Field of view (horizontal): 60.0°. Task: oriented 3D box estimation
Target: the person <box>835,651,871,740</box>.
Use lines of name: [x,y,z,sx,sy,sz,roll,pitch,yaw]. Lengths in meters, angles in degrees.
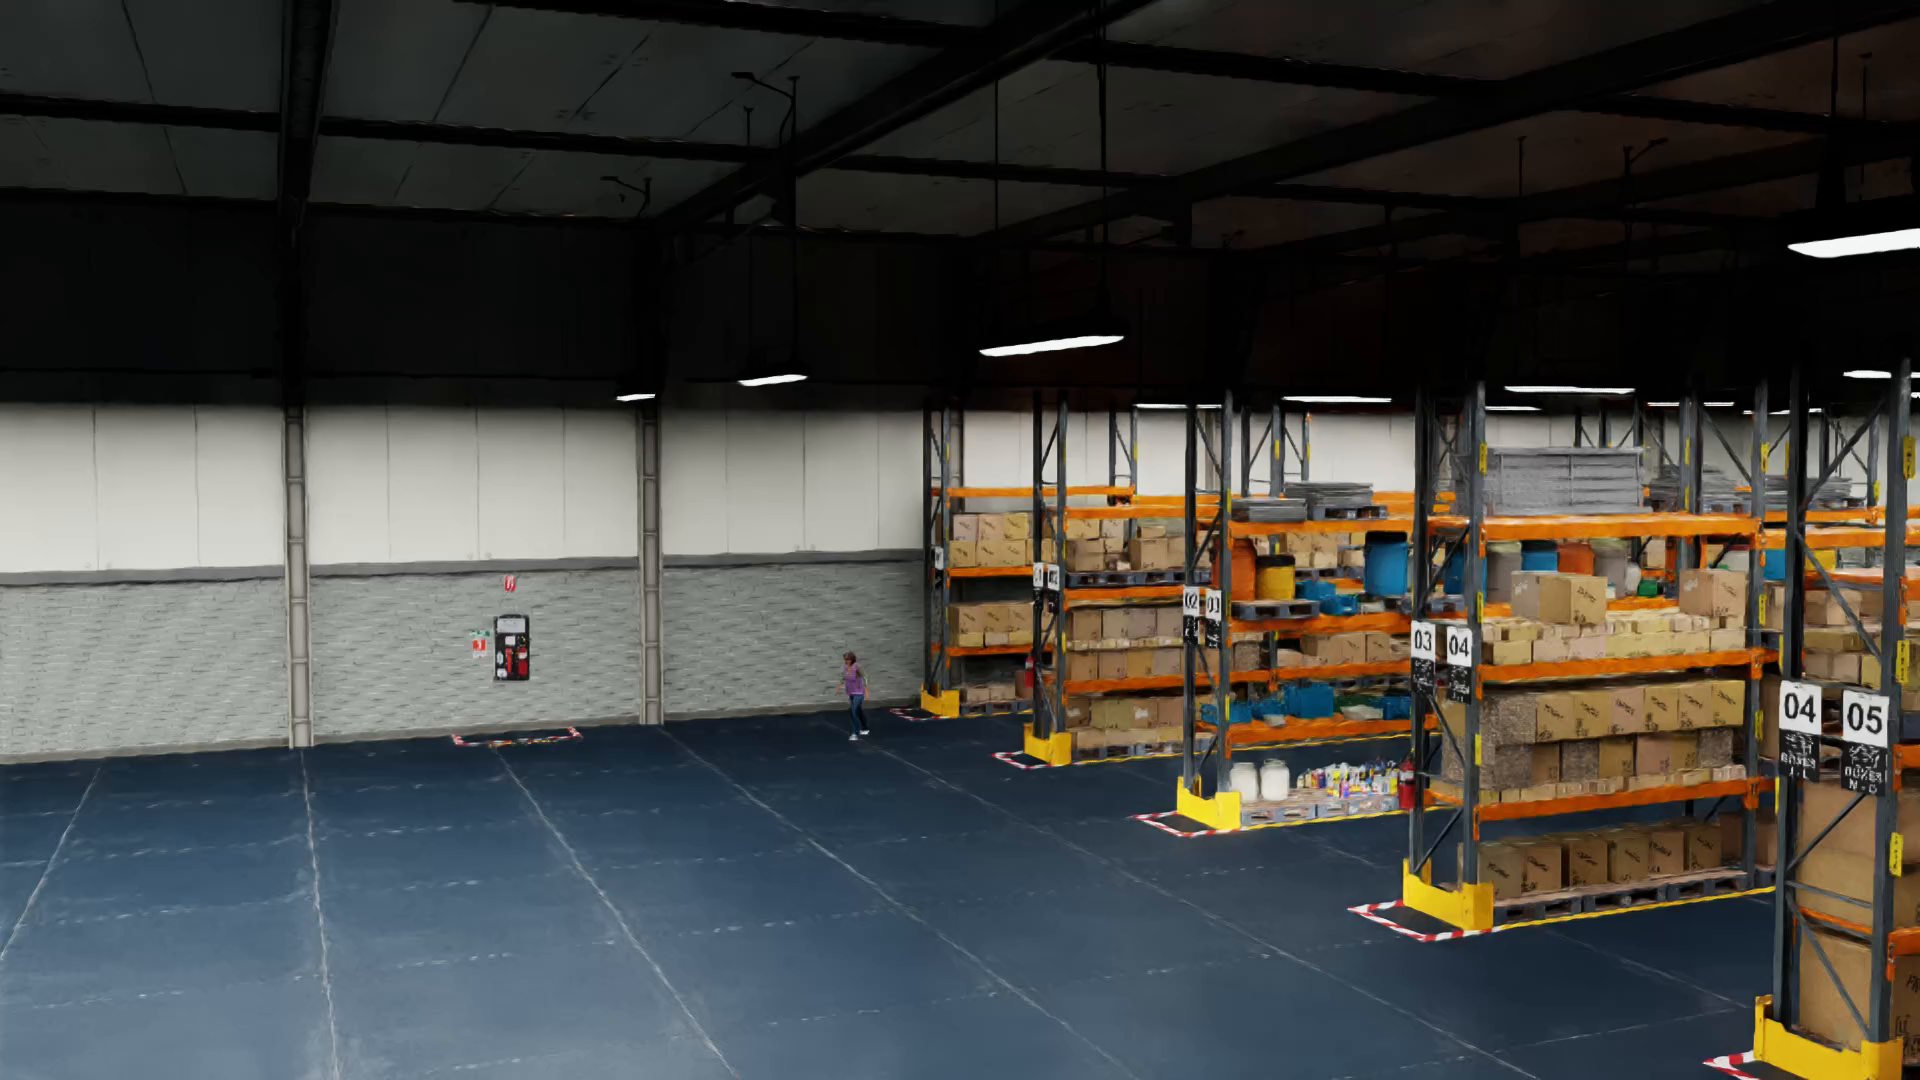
person: [-1.801,2.684,28.952,0.767,1.531,0.566,-3,5,-42]
